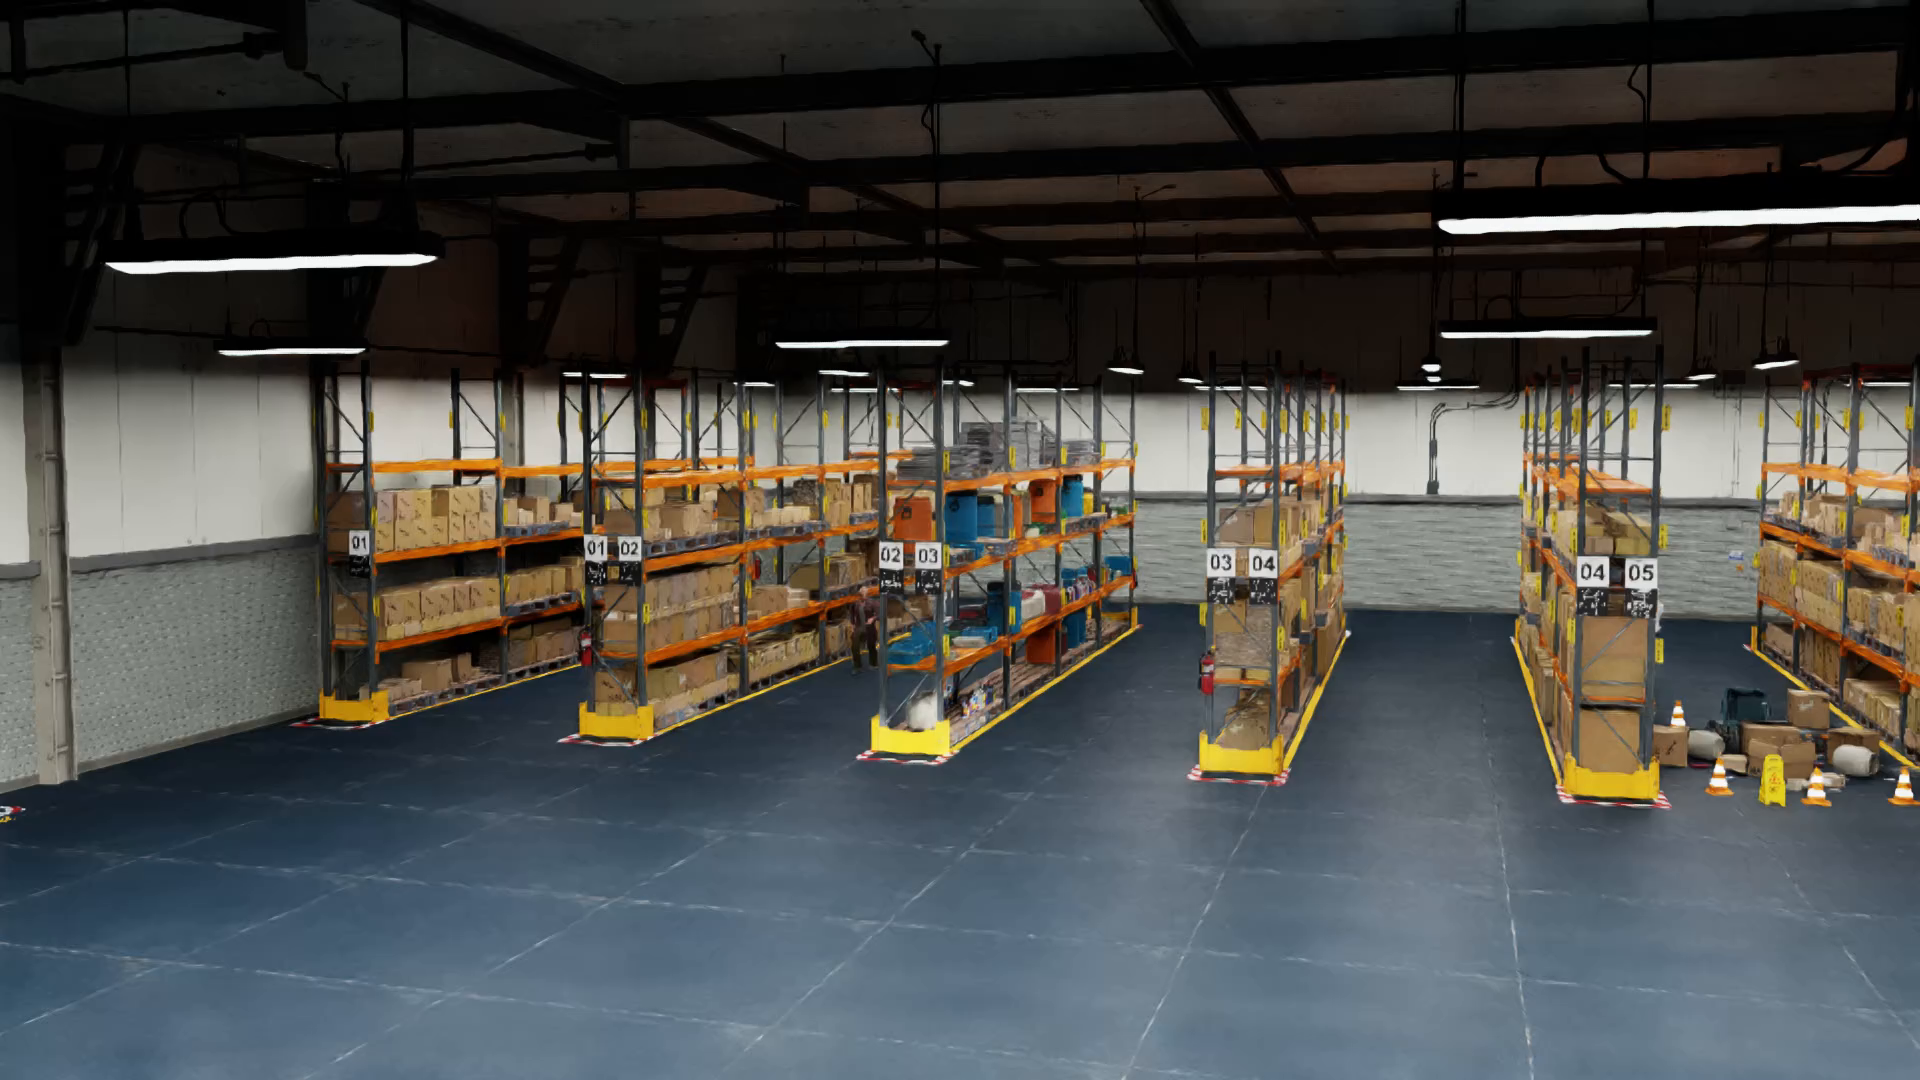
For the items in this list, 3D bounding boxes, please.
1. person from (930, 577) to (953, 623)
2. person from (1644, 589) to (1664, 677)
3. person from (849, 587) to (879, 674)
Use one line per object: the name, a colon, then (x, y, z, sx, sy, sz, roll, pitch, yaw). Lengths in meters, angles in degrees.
person: (-0.506, 1.392, 38.718, 0.666, 1.703, 0.878, 2, 4, 22)
person: (13.440, 1.798, 32.503, 0.678, 1.771, 0.423, -3, 5, -37)
person: (-1.898, 1.803, 33.124, 0.729, 1.660, 0.929, 1, 4, 12)
